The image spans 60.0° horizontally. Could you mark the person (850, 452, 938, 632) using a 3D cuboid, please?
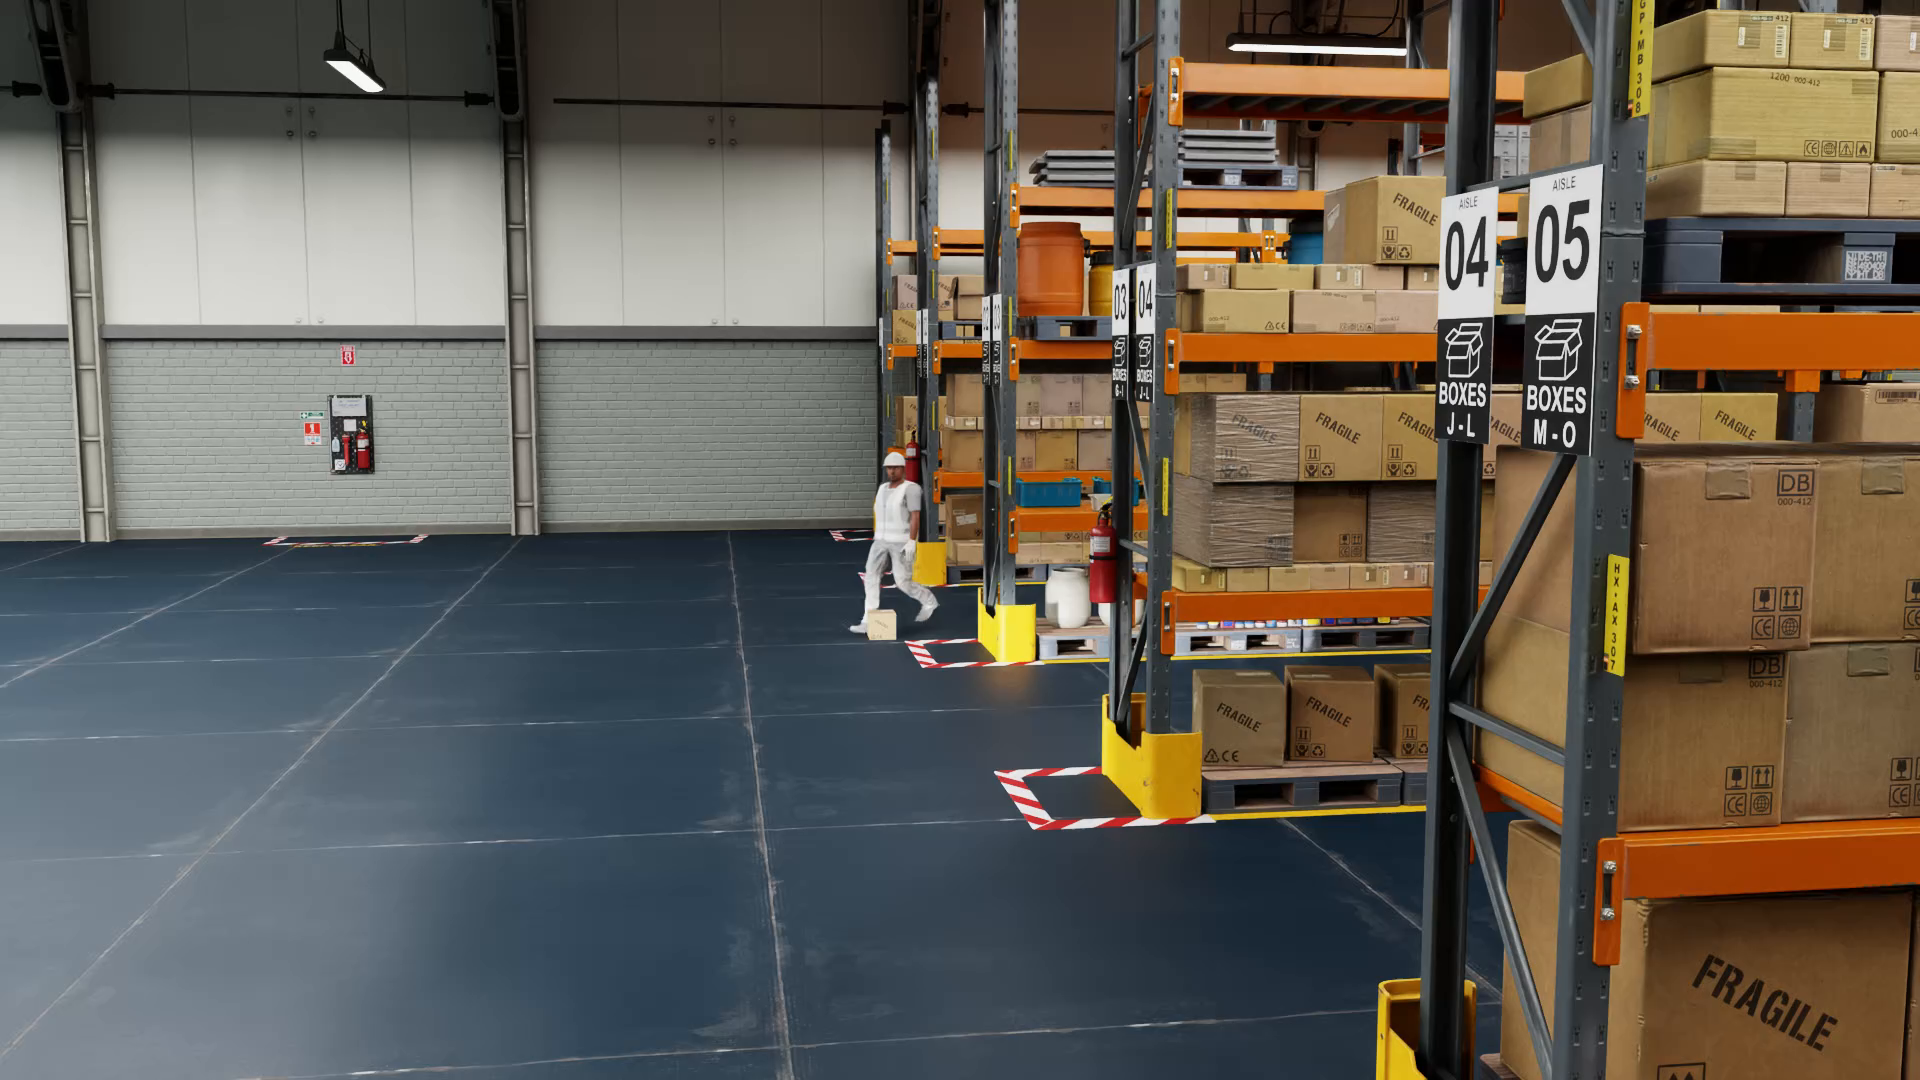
[{"bbox_3d":[-0.662,0.024,16.073,0.579,1.743,0.943,6,8,41],"label":"person"}]
